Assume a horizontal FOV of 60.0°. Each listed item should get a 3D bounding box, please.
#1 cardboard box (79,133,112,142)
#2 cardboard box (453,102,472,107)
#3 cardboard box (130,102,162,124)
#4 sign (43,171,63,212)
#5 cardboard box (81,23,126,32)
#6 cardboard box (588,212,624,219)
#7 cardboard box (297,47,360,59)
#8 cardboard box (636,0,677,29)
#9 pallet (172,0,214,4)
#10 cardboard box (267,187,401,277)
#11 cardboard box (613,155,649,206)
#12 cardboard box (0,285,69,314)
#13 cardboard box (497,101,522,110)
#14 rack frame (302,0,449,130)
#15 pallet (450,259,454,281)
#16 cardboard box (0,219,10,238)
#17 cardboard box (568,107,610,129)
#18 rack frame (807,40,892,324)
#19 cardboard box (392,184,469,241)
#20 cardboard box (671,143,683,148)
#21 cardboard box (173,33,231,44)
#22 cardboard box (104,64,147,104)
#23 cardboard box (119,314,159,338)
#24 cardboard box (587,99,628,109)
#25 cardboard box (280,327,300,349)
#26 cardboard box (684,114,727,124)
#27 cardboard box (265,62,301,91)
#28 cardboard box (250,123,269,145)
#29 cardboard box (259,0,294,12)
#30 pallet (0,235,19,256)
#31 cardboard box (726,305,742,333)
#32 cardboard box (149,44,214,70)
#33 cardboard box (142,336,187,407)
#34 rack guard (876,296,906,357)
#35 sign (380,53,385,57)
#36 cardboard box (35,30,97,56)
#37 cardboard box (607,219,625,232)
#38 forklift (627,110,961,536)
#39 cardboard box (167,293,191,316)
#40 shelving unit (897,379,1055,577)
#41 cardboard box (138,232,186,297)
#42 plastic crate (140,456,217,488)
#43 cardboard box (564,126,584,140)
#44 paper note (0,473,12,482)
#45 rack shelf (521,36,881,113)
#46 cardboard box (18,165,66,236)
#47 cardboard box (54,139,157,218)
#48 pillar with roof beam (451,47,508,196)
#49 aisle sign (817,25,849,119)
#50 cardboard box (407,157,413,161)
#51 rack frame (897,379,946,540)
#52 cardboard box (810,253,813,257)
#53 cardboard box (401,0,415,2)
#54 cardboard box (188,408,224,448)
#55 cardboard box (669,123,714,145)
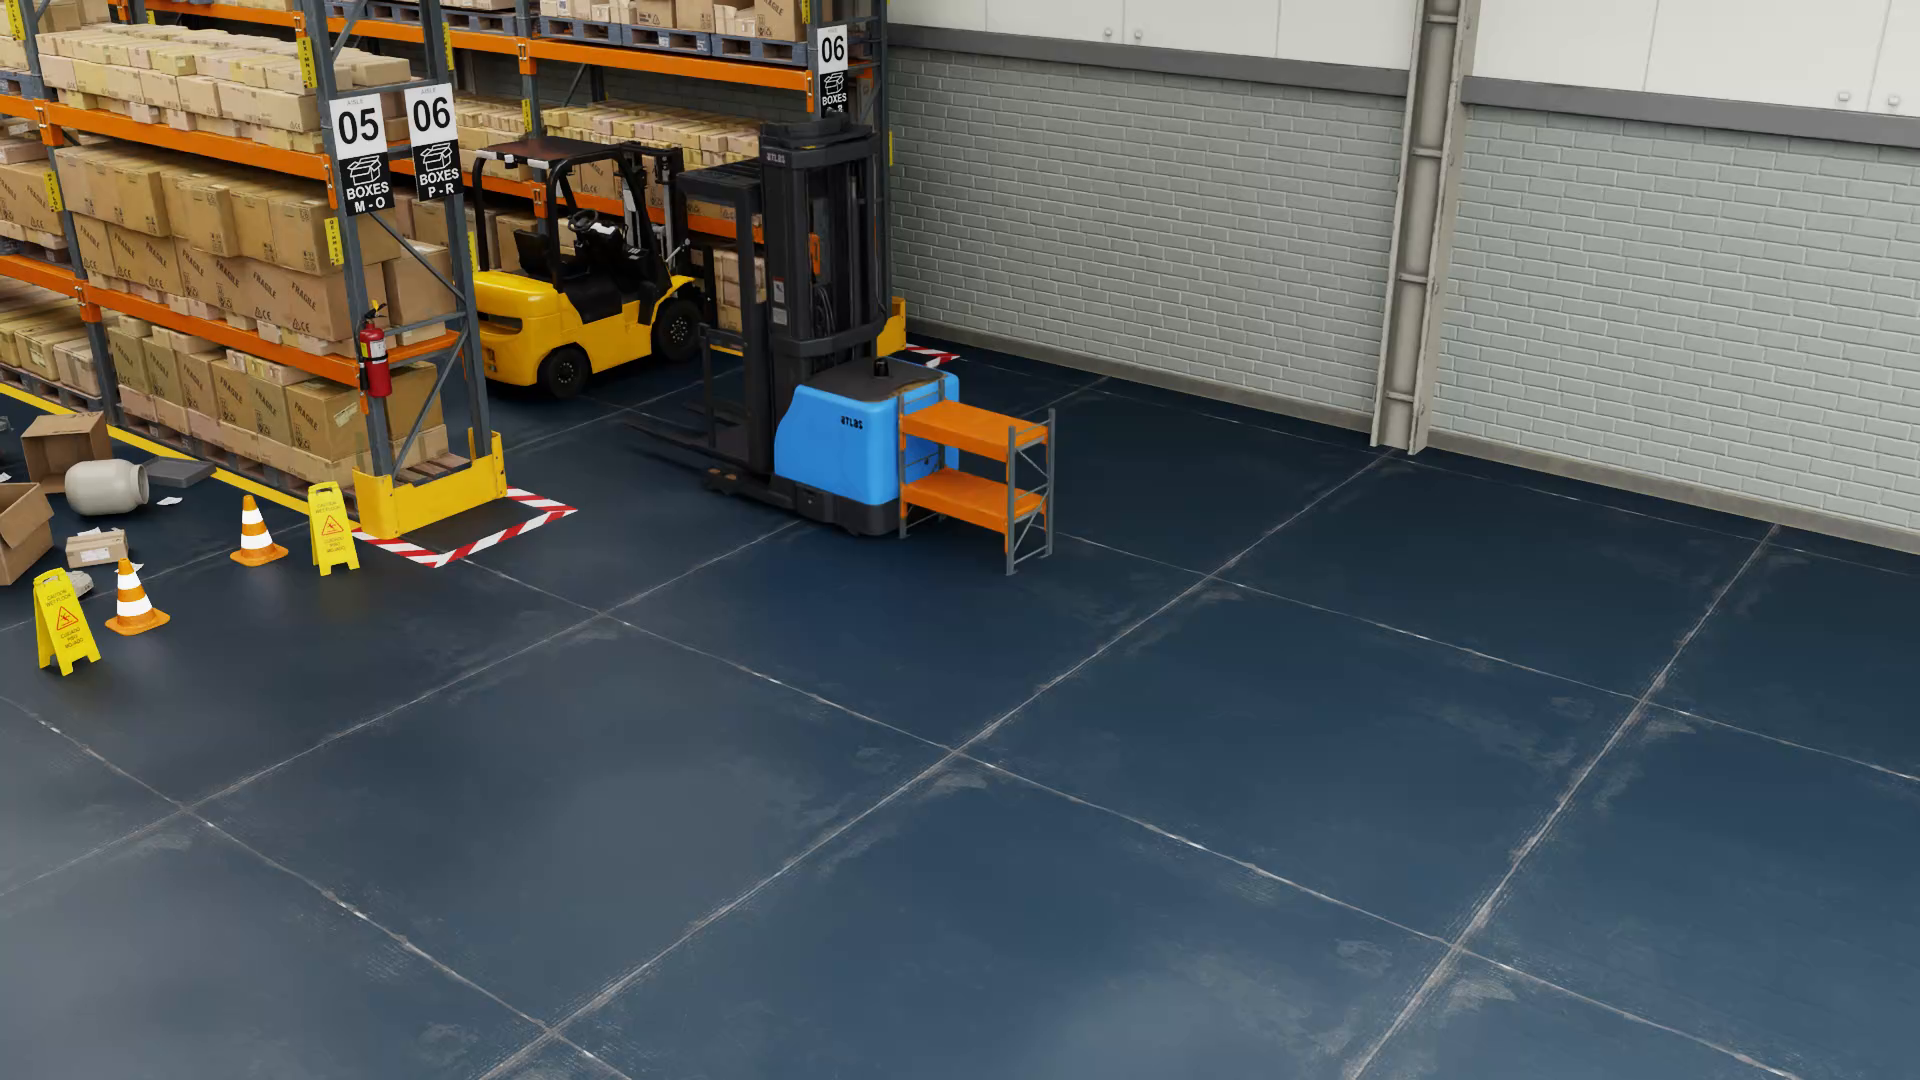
[{"bbox_3d":[-12.373,-5.537,23.826,0.500,0.500,0.500,17,29,34],"label":"cardboard box"},{"bbox_3d":[-5.674,-4.797,18.640,0.250,0.149,0.380,17,29,34],"label":"cardboard box"},{"bbox_3d":[-6.120,-3.305,12.773,0.250,0.149,0.380,16,28,32],"label":"cardboard box"},{"bbox_3d":[-7.531,-2.892,13.808,0.005,0.325,0.100,17,29,33],"label":"sign"},{"bbox_3d":[-7.428,-4.309,14.405,0.500,0.250,0.500,16,28,32],"label":"cardboard box"},{"bbox_3d":[-3.718,-3.479,18.226,0.500,0.250,0.500,17,29,34],"label":"cardboard box"},{"bbox_3d":[-4.693,-3.570,12.385,0.250,0.149,0.380,17,29,33],"label":"cardboard box"},{"bbox_3d":[-2.732,-5.297,16.210,0.637,0.503,0.797,18,29,35],"label":"cardboard box"},{"bbox_3d":[-9.317,-6.935,20.934,1.003,0.211,1.213,17,29,33],"label":"pallet"},{"bbox_3d":[-4.540,-2.267,12.093,0.500,0.500,0.700,16,28,32],"label":"cardboard box"},{"bbox_3d":[-3.196,-3.756,17.081,0.500,0.500,0.500,16,29,33],"label":"cardboard box"},{"bbox_3d":[-9.361,-2.183,16.374,0.625,0.372,0.950,16,28,32],"label":"cardboard box"},{"bbox_3d":[-4.979,-4.839,18.734,0.250,0.149,0.380,16,29,33],"label":"cardboard box"},{"bbox_3d":[-4.001,-4.320,11.045,0.127,3.000,1.000,17,29,33],"label":"rack frame"},{"bbox_3d":[-5.821,-3.329,19.694,1.213,0.211,1.003,17,29,33],"label":"pallet"},{"bbox_3d":[-8.413,-2.835,14.906,0.250,0.149,0.380,17,29,34],"label":"cardboard box"},{"bbox_3d":[-3.876,-4.422,17.419,0.250,0.149,0.380,17,29,34],"label":"cardboard box"},{"bbox_3d":[-1.027,-3.177,15.891,0.127,3.000,1.000,17,29,33],"label":"rack frame"},{"bbox_3d":[-6.410,-3.906,19.971,0.625,0.625,0.875,18,29,35],"label":"cardboard box"},{"bbox_3d":[-2.659,-3.905,16.614,0.250,0.149,0.380,17,29,33],"label":"cardboard box"},{"bbox_3d":[-5.974,-3.911,13.160,0.250,0.149,0.380,16,28,32],"label":"cardboard box"},{"bbox_3d":[-6.202,-3.540,12.813,0.500,0.250,0.500,17,29,34],"label":"cardboard box"},{"bbox_3d":[-6.827,-1.836,14.003,0.250,0.149,0.380,17,29,34],"label":"cardboard box"},{"bbox_3d":[-3.791,-4.643,17.922,0.250,0.149,0.380,17,29,33],"label":"cardboard box"},{"bbox_3d":[-4.890,-1.575,12.568,0.250,0.149,0.380,16,29,32],"label":"cardboard box"},{"bbox_3d":[-2.601,-4.252,17.033,0.250,0.149,0.380,18,29,35],"label":"cardboard box"},{"bbox_3d":[-4.632,-3.259,11.679,0.250,0.149,0.380,17,29,34],"label":"cardboard box"},{"bbox_3d":[-4.865,-2.953,11.975,0.250,0.149,0.380,18,29,35],"label":"cardboard box"},{"bbox_3d":[-7.984,-6.461,19.811,0.500,0.250,0.500,16,28,32],"label":"cardboard box"},{"bbox_3d":[-8.794,-2.956,15.627,1.213,0.211,1.003,17,29,33],"label":"pallet"},{"bbox_3d":[-1.984,-2.246,16.667,0.500,0.250,0.500,17,29,33],"label":"cardboard box"},{"bbox_3d":[-5.852,-3.634,12.530,0.250,0.149,0.380,17,29,34],"label":"cardboard box"},{"bbox_3d":[-6.456,-1.464,13.962,0.500,0.500,0.500,18,30,35],"label":"cardboard box"},{"bbox_3d":[-1.007,-2.027,16.382,0.348,0.500,1.175,17,29,33],"label":"rack guard"},{"bbox_3d":[-7.098,-5.821,20.457,0.005,0.325,0.100,17,29,33],"label":"sign"},{"bbox_3d":[-7.145,-3.983,13.323,0.250,0.149,0.380,16,29,32],"label":"cardboard box"},{"bbox_3d":[-3.625,-3.191,17.571,0.500,0.250,0.500,17,29,33],"label":"cardboard box"},{"bbox_3d":[-1.447,-1.841,12.945,3.031,2.935,1.130,18,30,36],"label":"forklift"},{"bbox_3d":[-6.124,-1.935,13.384,0.250,0.149,0.380,17,29,34],"label":"cardboard box"},{"bbox_3d":[0.110,-0.467,12.065,1.048,1.125,0.538,18,30,36],"label":"shelving unit"},{"bbox_3d":[-6.207,-2.288,13.380,0.500,0.500,0.500,17,29,33],"label":"cardboard box"},{"bbox_3d":[-6.437,-0.562,13.576,0.583,0.080,0.402,7,25,15],"label":"plastic crate"},{"bbox_3d":[-3.922,-4.263,17.427,0.250,0.149,0.380,18,29,34],"label":"cardboard box"},{"bbox_3d":[-7.800,-0.505,13.508,0.142,0.019,0.148,17,29,33],"label":"paper note"},{"bbox_3d":[-2.627,-4.704,16.529,4.000,0.370,1.077,17,29,33],"label":"rack shelf"},{"bbox_3d":[-7.709,-2.954,14.370,0.500,0.500,0.500,16,29,32],"label":"cardboard box"},{"bbox_3d":[-6.979,-3.005,13.768,0.500,0.500,0.700,16,29,33],"label":"cardboard box"},{"bbox_3d":[-8.426,-6.443,15.864,0.400,9.000,9.100,17,29,33],"label":"pillar with roof beam"},{"bbox_3d":[-1.150,-4.256,15.116,0.004,0.787,0.394,17,29,33],"label":"aisle sign"},{"bbox_3d":[-5.990,-4.485,19.046,0.500,0.250,0.500,18,29,35],"label":"cardboard box"},{"bbox_3d":[-0.281,-0.598,12.362,0.032,1.125,0.500,18,30,36],"label":"rack frame"},{"bbox_3d":[-1.298,-2.746,16.562,0.500,0.250,0.500,16,29,33],"label":"cardboard box"},{"bbox_3d":[-5.907,-5.994,18.232,0.250,0.149,0.380,16,29,33],"label":"cardboard box"},{"bbox_3d":[-6.031,-0.993,13.824,0.500,0.250,0.500,16,29,33],"label":"cardboard box"},{"bbox_3d":[-2.671,-4.043,16.560,0.250,0.149,0.380,17,29,34],"label":"cardboard box"}]
